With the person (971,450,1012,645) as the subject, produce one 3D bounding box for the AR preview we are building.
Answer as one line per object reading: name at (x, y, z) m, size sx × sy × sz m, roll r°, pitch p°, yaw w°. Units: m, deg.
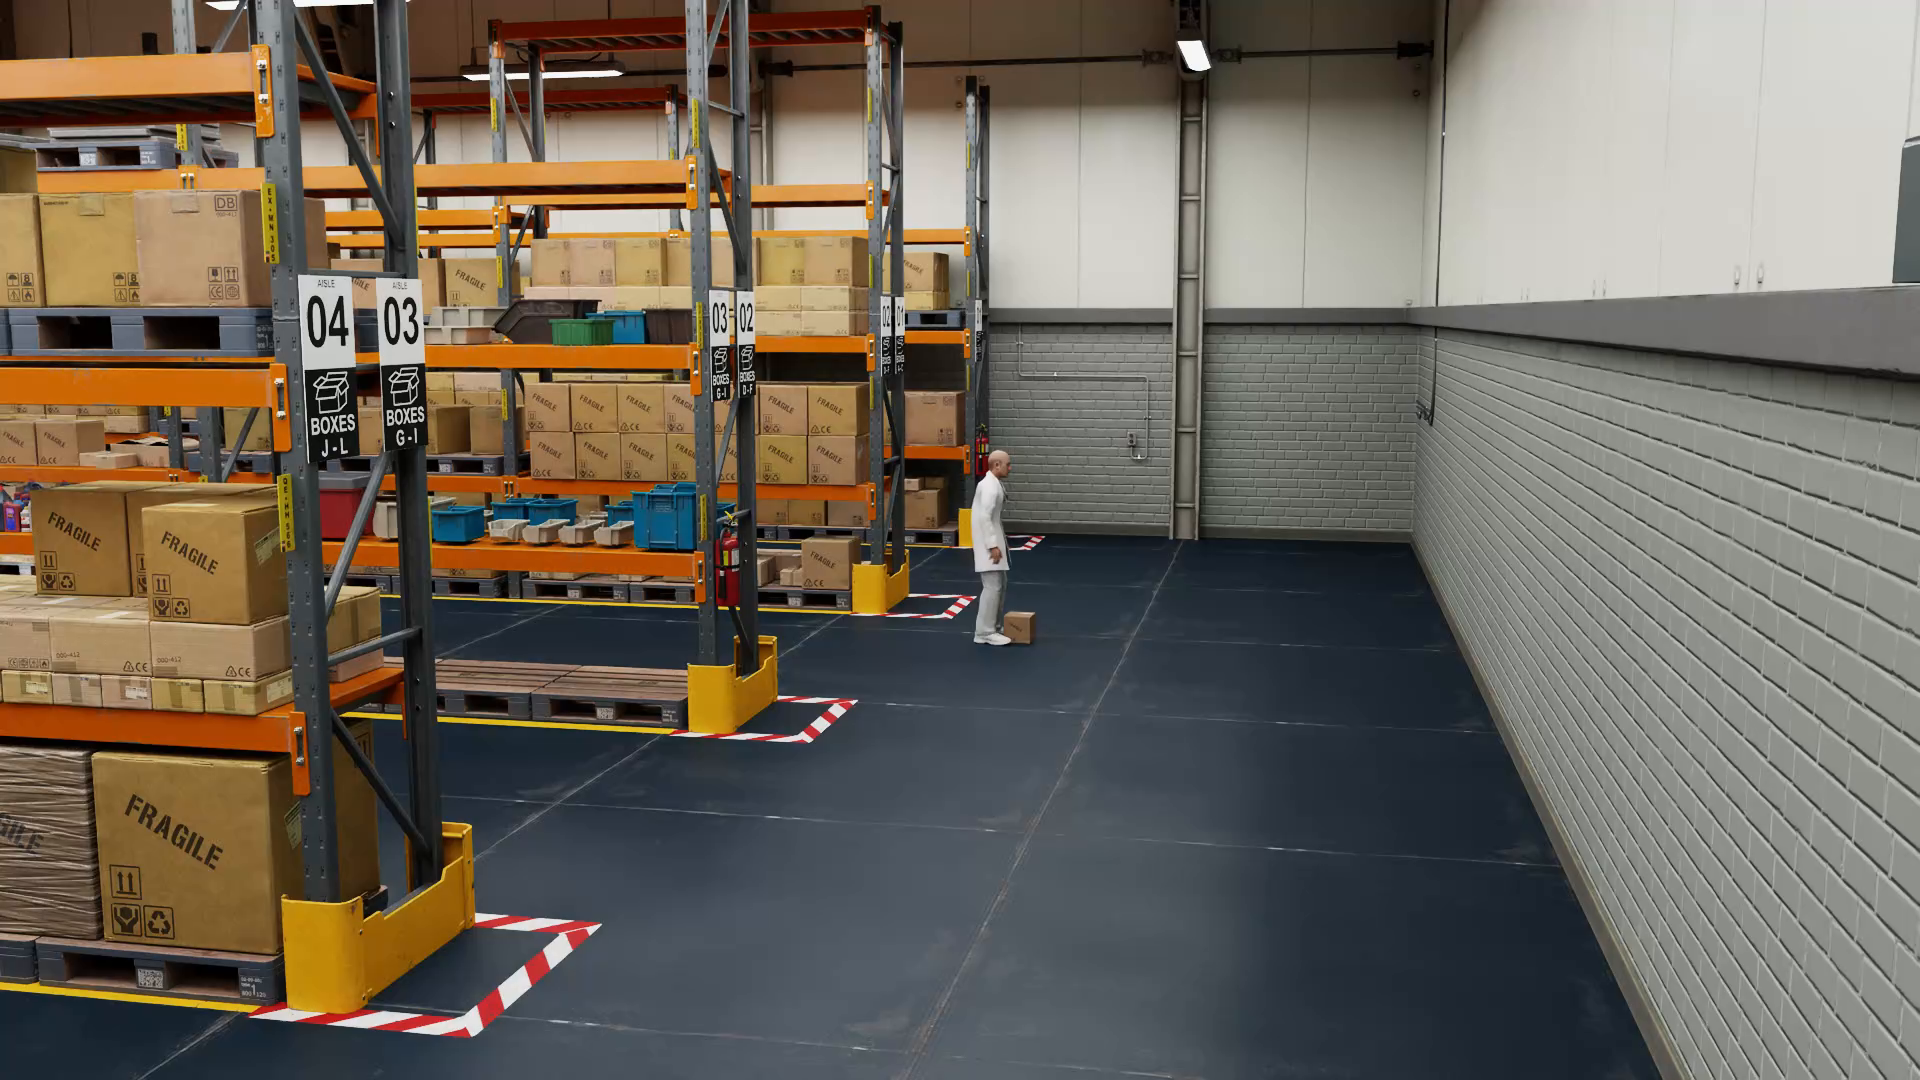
person at (0.314, 0.053, 15.475) m, size 0.420 × 1.775 × 0.654 m, roll 1°, pitch 8°, yaw 8°
